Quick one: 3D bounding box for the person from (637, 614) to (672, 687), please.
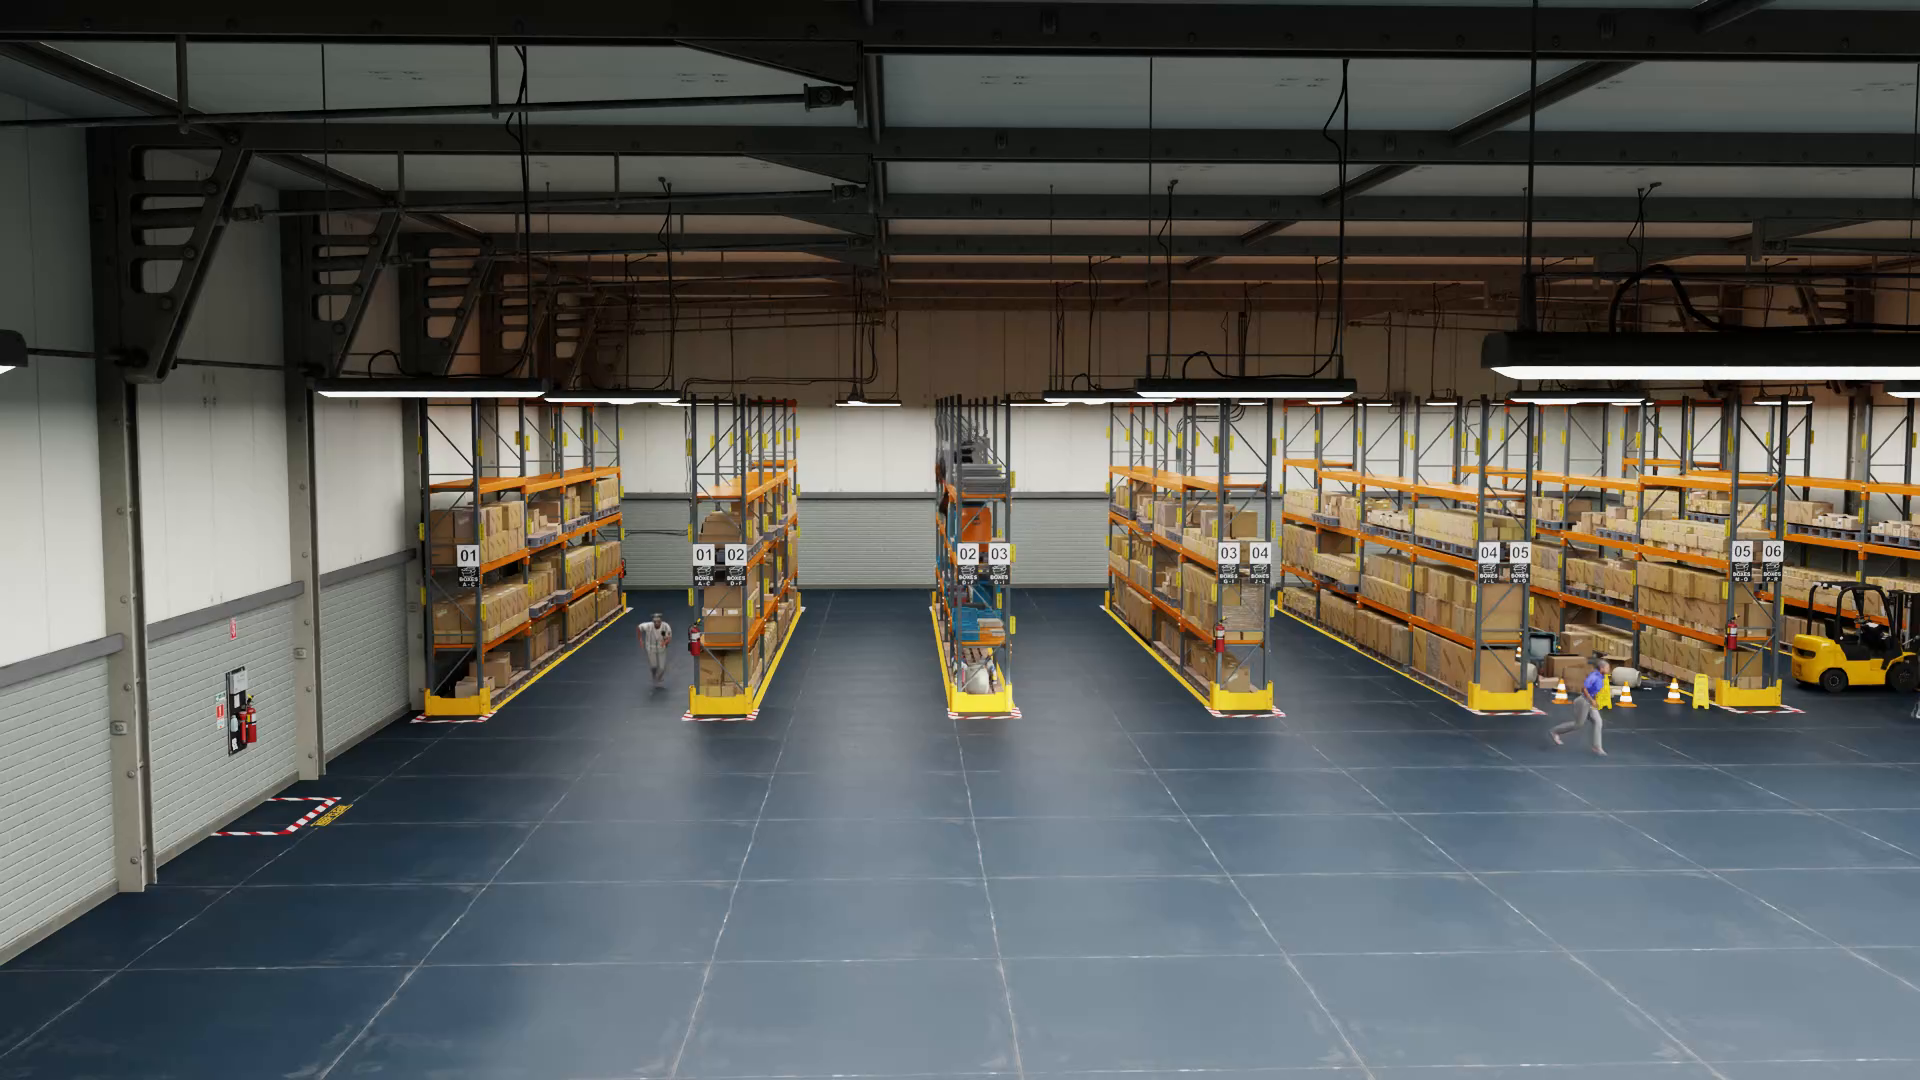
[{"bbox_3d":[-6.247,2.265,34.019,0.694,1.571,0.883,-1,5,-14],"label":"person"}]

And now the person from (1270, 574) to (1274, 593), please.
[{"bbox_3d":[8.107,1.419,44.609,0.635,1.669,0.763,0,5,-4],"label":"person"}]

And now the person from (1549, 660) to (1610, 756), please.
[{"bbox_3d":[10.365,2.777,27.789,0.957,1.600,0.601,3,5,32],"label":"person"}]
